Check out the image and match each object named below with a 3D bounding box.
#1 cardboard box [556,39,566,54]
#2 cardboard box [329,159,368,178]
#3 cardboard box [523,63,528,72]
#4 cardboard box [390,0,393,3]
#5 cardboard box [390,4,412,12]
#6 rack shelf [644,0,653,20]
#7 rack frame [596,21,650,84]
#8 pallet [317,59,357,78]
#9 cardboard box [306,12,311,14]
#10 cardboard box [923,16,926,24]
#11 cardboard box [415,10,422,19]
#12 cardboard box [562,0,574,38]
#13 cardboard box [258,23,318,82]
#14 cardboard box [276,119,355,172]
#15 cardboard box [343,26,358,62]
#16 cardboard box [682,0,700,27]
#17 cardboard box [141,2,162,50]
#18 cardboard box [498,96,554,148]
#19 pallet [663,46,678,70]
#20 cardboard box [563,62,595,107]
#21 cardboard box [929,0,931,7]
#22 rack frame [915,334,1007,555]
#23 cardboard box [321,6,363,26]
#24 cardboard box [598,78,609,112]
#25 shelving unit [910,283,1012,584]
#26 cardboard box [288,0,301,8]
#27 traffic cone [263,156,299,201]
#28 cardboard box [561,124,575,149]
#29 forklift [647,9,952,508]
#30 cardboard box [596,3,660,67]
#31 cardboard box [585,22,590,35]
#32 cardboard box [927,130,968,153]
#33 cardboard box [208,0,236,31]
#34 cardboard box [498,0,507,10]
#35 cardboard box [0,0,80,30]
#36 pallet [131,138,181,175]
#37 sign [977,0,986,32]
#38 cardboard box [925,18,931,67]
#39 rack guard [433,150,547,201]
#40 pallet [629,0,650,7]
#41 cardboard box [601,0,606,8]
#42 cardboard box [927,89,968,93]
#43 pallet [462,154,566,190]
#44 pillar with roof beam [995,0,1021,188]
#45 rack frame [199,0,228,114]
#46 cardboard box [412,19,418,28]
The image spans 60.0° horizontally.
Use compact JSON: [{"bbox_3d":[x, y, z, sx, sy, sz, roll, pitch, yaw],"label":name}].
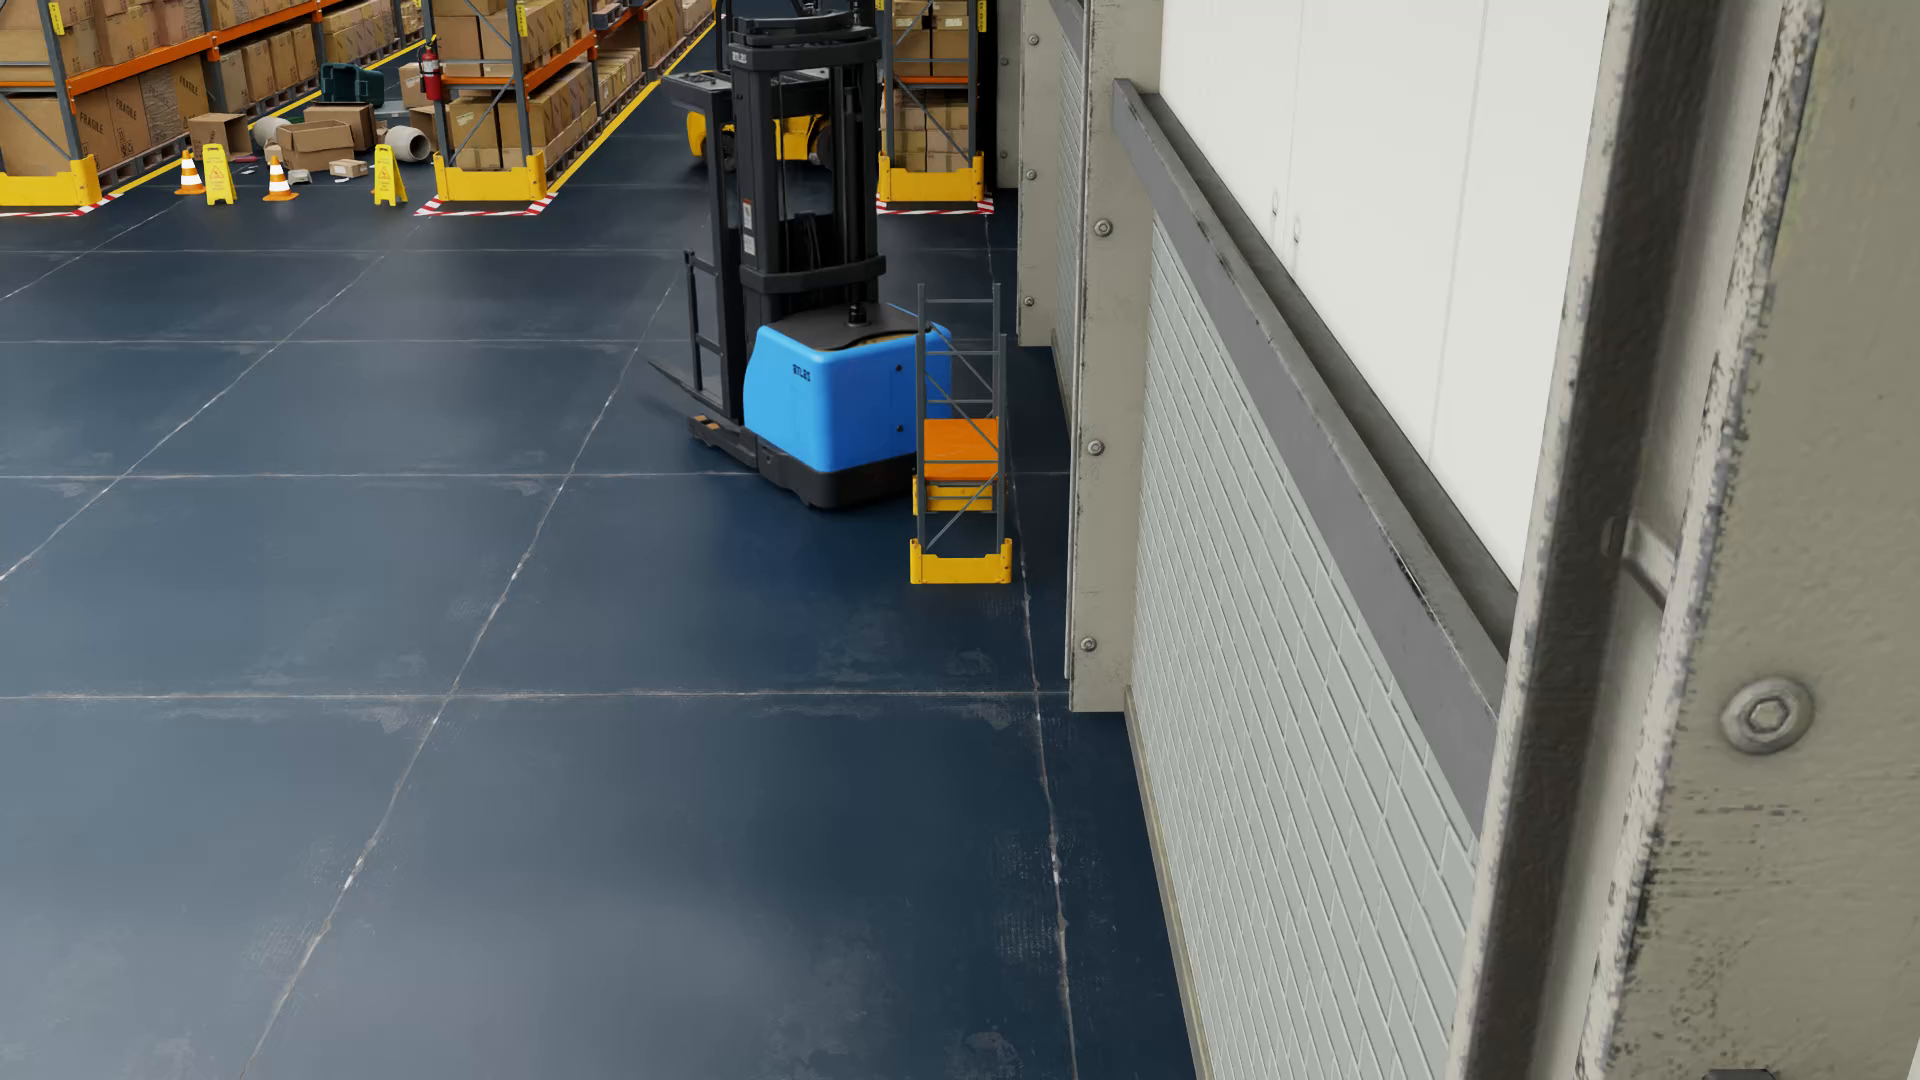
[{"bbox_3d":[-4.993,-5.990,20.160,0.380,0.149,0.250,0,24,0],"label":"cardboard box"},{"bbox_3d":[-7.318,-4.449,19.907,0.380,0.149,0.250,13,27,27],"label":"cardboard box"},{"bbox_3d":[-5.098,-5.348,18.740,0.380,0.149,0.250,0,24,0],"label":"cardboard box"},{"bbox_3d":[-10.716,-9.944,30.826,0.380,0.149,0.250,-1,24,-2],"label":"cardboard box"},{"bbox_3d":[-10.156,-9.623,30.114,0.380,0.149,0.250,-1,24,-1],"label":"cardboard box"},{"bbox_3d":[-5.393,-9.010,27.406,1.077,0.370,4.000,0,24,-1],"label":"rack shelf"},{"bbox_3d":[-5.371,-8.514,25.435,1.000,3.000,0.127,0,24,-1],"label":"rack frame"},{"bbox_3d":[-10.327,-7.502,26.580,1.003,0.211,1.213,0,24,-1],"label":"pallet"},{"bbox_3d":[-10.606,-8.333,26.648,0.500,0.250,0.500,0,24,0],"label":"cardboard box"},{"bbox_3d":[-0.579,-5.937,18.828,0.380,0.149,0.250,0,24,0],"label":"cardboard box"},{"bbox_3d":[-10.158,-9.706,30.659,0.380,0.149,0.250,1,24,2],"label":"cardboard box"},{"bbox_3d":[-5.052,-6.439,20.365,0.500,0.500,0.500,0,24,1],"label":"cardboard box"},{"bbox_3d":[-10.403,-7.365,25.115,1.050,0.750,0.750,-1,24,-1],"label":"cardboard box"},{"bbox_3d":[-7.835,-4.793,20.236,0.797,0.503,0.637,-19,31,-36],"label":"cardboard box"},{"bbox_3d":[-10.082,-8.002,26.827,0.500,0.500,0.500,0,24,0],"label":"cardboard box"},{"bbox_3d":[-5.325,-9.814,30.910,0.875,0.438,0.875,-1,24,-2],"label":"cardboard box"},{"bbox_3d":[-10.344,-6.269,20.289,0.875,0.550,0.550,0,24,-1],"label":"cardboard box"},{"bbox_3d":[-5.017,-4.841,19.231,0.500,0.500,0.500,-1,24,-2],"label":"cardboard box"},{"bbox_3d":[-5.315,-8.070,27.838,1.003,0.211,1.213,0,24,-1],"label":"pallet"},{"bbox_3d":[-5.053,-5.903,21.580,0.500,0.500,0.500,-1,24,-1],"label":"cardboard box"},{"bbox_3d":[-0.528,-6.177,18.998,0.380,0.149,0.250,0,24,0],"label":"cardboard box"},{"bbox_3d":[0.006,-0.439,9.400,0.500,1.500,0.032,0,24,-1],"label":"rack frame"},{"bbox_3d":[-10.084,-8.542,27.112,0.500,0.250,0.500,0,24,0],"label":"cardboard box"},{"bbox_3d":[-5.336,-6.076,22.724,0.950,0.372,0.625,0,24,0],"label":"cardboard box"},{"bbox_3d":[0.001,-0.652,9.871,0.587,1.500,1.083,0,24,-1],"label":"shelving unit"},{"bbox_3d":[-10.043,-8.106,24.411,0.500,0.500,0.500,0,24,-1],"label":"cardboard box"},{"bbox_3d":[-7.685,-4.088,18.727,0.336,0.463,0.334,0,24,-1],"label":"traffic cone"},{"bbox_3d":[-5.033,-4.925,20.326,0.500,0.250,0.500,1,24,3],"label":"cardboard box"},{"bbox_3d":[-1.283,-2.090,11.315,1.130,2.935,3.031,-16,29,-31],"label":"forklift"},{"bbox_3d":[-5.296,-8.022,26.417,0.875,0.875,0.875,0,24,-1],"label":"cardboard box"},{"bbox_3d":[-5.020,-6.620,21.553,0.380,0.149,0.250,-1,24,-1],"label":"cardboard box"},{"bbox_3d":[-0.118,-4.602,19.007,0.500,0.250,0.500,0,24,0],"label":"cardboard box"},{"bbox_3d":[-10.013,-7.065,22.111,0.500,0.500,0.500,0,24,0],"label":"cardboard box"},{"bbox_3d":[-5.506,-6.272,18.783,0.700,0.500,0.500,0,24,0],"label":"cardboard box"},{"bbox_3d":[-10.198,-5.867,18.090,0.875,0.550,0.550,0,24,-1],"label":"cardboard box"},{"bbox_3d":[-10.330,-4.714,20.416,1.003,0.211,1.213,0,24,-1],"label":"pallet"},{"bbox_3d":[0.234,-5.672,18.004,0.100,0.325,0.005,0,24,-1],"label":"sign"},{"bbox_3d":[-0.585,-5.702,19.097,0.500,0.500,0.500,0,24,1],"label":"cardboard box"},{"bbox_3d":[-5.285,-4.110,18.731,1.175,0.500,0.348,0,24,-1],"label":"rack guard"},{"bbox_3d":[-5.257,-8.134,24.826,1.213,0.211,1.003,0,24,-1],"label":"pallet"},{"bbox_3d":[-5.012,-7.275,22.490,0.380,0.149,0.250,0,24,1],"label":"cardboard box"},{"bbox_3d":[-0.141,-5.246,19.824,0.500,0.250,0.500,0,24,-1],"label":"cardboard box"},{"bbox_3d":[-5.259,-4.313,19.531,1.003,0.211,1.213,0,24,-1],"label":"pallet"},{"bbox_3d":[-3.732,-8.247,17.563,9.100,9.000,0.400,0,24,-1],"label":"pillar with roof beam"},{"bbox_3d":[-10.276,-6.802,21.649,1.000,3.000,0.127,0,24,-1],"label":"rack frame"},{"bbox_3d":[-10.157,-9.459,30.473,0.380,0.149,0.250,-1,24,-2],"label":"cardboard box"}]
